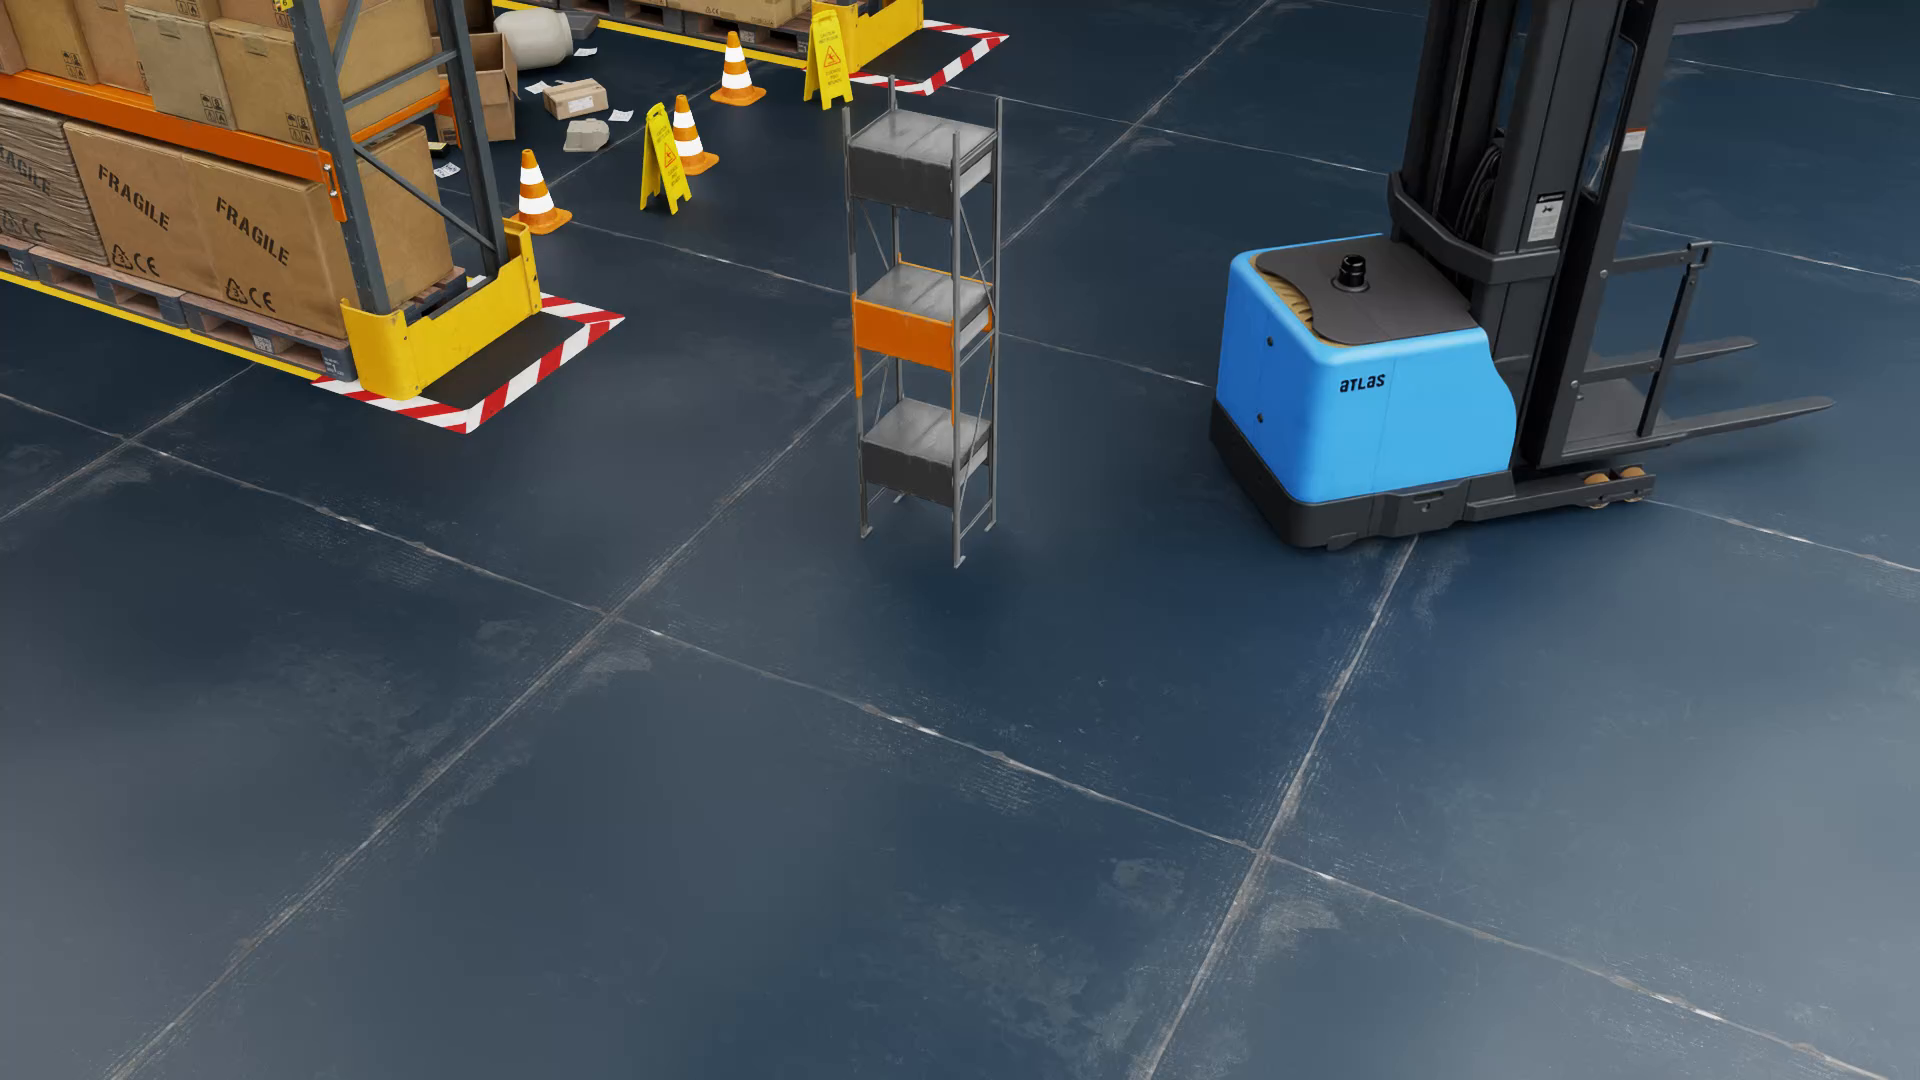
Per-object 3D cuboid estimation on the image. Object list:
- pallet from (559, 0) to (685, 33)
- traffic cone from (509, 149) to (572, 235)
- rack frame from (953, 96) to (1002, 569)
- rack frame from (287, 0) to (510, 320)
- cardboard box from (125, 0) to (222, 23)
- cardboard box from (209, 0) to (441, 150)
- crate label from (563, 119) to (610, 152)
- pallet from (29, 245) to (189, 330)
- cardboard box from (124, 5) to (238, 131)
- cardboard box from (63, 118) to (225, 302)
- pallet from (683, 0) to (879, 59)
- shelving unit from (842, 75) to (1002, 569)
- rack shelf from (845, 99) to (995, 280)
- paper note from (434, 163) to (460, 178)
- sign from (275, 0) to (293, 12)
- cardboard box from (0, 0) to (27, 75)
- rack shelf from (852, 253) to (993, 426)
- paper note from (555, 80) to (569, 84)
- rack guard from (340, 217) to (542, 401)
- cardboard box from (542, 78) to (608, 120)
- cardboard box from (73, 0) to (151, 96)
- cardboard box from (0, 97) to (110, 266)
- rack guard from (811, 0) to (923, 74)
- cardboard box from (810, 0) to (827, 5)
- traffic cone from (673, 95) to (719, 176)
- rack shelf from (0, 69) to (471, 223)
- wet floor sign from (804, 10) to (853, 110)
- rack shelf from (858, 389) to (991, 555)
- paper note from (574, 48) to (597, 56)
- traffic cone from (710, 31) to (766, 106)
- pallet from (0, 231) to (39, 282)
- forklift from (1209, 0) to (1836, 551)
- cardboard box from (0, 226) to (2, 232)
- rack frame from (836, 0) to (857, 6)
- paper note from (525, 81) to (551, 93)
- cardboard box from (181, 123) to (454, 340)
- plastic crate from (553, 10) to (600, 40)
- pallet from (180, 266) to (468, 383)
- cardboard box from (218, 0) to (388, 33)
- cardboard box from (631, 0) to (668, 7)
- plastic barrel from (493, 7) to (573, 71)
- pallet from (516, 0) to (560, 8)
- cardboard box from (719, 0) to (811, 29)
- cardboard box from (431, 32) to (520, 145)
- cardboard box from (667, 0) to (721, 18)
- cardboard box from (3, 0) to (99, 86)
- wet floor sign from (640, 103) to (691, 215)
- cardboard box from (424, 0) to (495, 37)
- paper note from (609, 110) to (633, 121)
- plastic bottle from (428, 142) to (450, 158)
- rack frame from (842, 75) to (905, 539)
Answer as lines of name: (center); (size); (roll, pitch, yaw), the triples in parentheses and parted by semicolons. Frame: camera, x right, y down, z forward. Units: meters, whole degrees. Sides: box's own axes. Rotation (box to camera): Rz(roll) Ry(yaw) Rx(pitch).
pallet: (-2.471, -4.459, 13.450); (1.213, 0.211, 1.003); (17, 41, 21)
traffic cone: (-2.624, -2.178, 10.237); (0.334, 0.463, 0.336); (17, 41, 21)
rack frame: (0.070, -0.815, 7.086); (0.015, 2.100, 0.400); (17, 41, 21)
rack frame: (-2.806, -2.278, 8.271); (0.127, 3.000, 1.000); (17, 41, 21)
cardboard box: (-3.648, -2.996, 8.198); (0.550, 0.550, 0.875); (17, 41, 21)
cardboard box: (-3.156, -2.417, 8.329); (0.550, 0.550, 0.875); (17, 41, 21)
crate label: (-2.529, -2.746, 11.254); (0.298, 0.136, 0.250); (-2, 37, -2)
pallet: (-4.631, -1.688, 9.799); (1.213, 0.211, 1.003); (17, 41, 21)
cardboard box: (-3.654, -2.558, 8.515); (0.550, 0.550, 0.875); (17, 41, 21)
cardboard box: (-4.220, -1.996, 9.309); (0.875, 0.875, 0.875); (17, 40, 21)
pallet: (-1.391, -4.119, 13.002); (1.213, 0.211, 1.003); (17, 41, 21)
shelving unit: (-0.147, -0.882, 7.176); (0.503, 2.100, 0.431); (17, 41, 21)
rack shelf: (-0.147, -1.429, 6.761); (0.480, 0.518, 0.431); (17, 41, 21)
paper note: (-3.380, -2.431, 10.929); (0.144, 0.017, 0.142); (-29, 46, -33)
sign: (-3.067, -2.546, 7.470); (0.005, 0.325, 0.100); (17, 41, 21)
cardboard box: (-5.100, -3.000, 9.097); (0.550, 0.550, 0.875); (17, 41, 21)
rack shelf: (-0.147, -0.872, 7.184); (0.480, 0.518, 0.431); (17, 41, 21)
paper note: (-2.901, -3.344, 12.147); (0.123, 0.001, 0.032); (17, 41, 21)
rack guard: (-2.784, -1.276, 9.018); (0.348, 0.500, 1.175); (17, 41, 21)
cardboard box: (-2.711, -3.108, 11.722); (0.380, 0.149, 0.250); (-21, 42, -25)
cardboard box: (-4.094, -2.781, 8.809); (0.550, 0.550, 0.875); (17, 41, 21)
cardboard box: (-5.029, -2.251, 9.644); (0.875, 0.875, 0.875); (18, 41, 22)
rack guard: (-0.686, -3.990, 12.592); (0.348, 0.500, 1.175); (17, 41, 21)
cardboard box: (-1.208, -4.409, 13.004); (0.500, 0.250, 0.500); (17, 40, 21)
traffic cone: (-1.803, -2.690, 10.911); (0.334, 0.463, 0.336); (17, 41, 21)
rack shelf: (-4.582, -2.548, 9.221); (4.000, 0.370, 1.077); (17, 41, 21)
wet floor sign: (-0.942, -3.399, 11.694); (0.267, 0.644, 0.232); (-29, 46, -33)
rack shelf: (-0.147, -0.314, 7.607); (0.480, 0.518, 0.431); (17, 41, 21)
paper note: (-2.837, -3.704, 12.604); (0.148, 0.019, 0.142); (4, 37, 6)
traffic cone: (-1.594, -3.381, 11.821); (0.334, 0.463, 0.336); (17, 41, 21)
pallet: (-5.718, -2.026, 10.245); (1.213, 0.211, 1.003); (17, 41, 21)
forklift: (2.818, -1.615, 7.453); (3.031, 2.935, 1.130); (-10, 38, -13)
cardboard box: (-5.831, -2.499, 9.971); (0.875, 0.875, 0.875); (18, 41, 22)
rack frame: (-0.619, -4.964, 11.809); (0.127, 3.000, 1.000); (17, 41, 21)
paper note: (-3.059, -3.288, 12.066); (0.148, 0.019, 0.142); (-29, 46, -33)
cardboard box: (-3.438, -1.752, 8.988); (0.875, 0.875, 0.875); (18, 41, 22)
plastic crate: (-3.154, -4.037, 13.002); (0.583, 0.080, 0.402); (4, 37, 6)
pallet: (-3.552, -1.348, 9.351); (1.213, 0.211, 1.003); (17, 41, 21)
cardboard box: (-3.117, -2.892, 8.062); (0.550, 0.550, 0.875); (17, 41, 21)
cardboard box: (-2.384, -4.407, 13.002); (0.500, 0.250, 0.500); (16, 40, 20)
plastic barrel: (-3.149, -3.699, 12.274); (0.512, 0.421, 0.421); (-14, 39, -18)
pallet: (-3.558, -4.798, 13.896); (1.213, 0.211, 1.003); (17, 41, 21)
cardboard box: (-1.482, -4.123, 12.628); (0.500, 0.250, 0.500); (17, 40, 21)
cardboard box: (-3.343, -3.099, 11.416); (0.637, 0.503, 0.797); (-8, 38, -10)
cardboard box: (-1.917, -4.265, 12.814); (0.500, 0.250, 0.500); (18, 41, 22)
cardboard box: (-4.584, -2.907, 8.974); (0.500, 0.550, 0.875); (17, 41, 21)
wet floor sign: (-1.869, -2.396, 10.372); (0.232, 0.644, 0.267); (11, 38, 14)
cardboard box: (-3.845, -4.053, 12.674); (0.500, 0.500, 0.500); (-14, 39, -18)
paper note: (-2.374, -2.976, 11.645); (0.142, 0.019, 0.148); (4, 37, 6)
plastic bottle: (-3.578, -2.617, 11.148); (0.283, 0.061, 0.133); (4, 37, 6)
rack frame: (-0.364, -0.950, 7.265); (0.015, 2.100, 0.400); (17, 41, 21)
